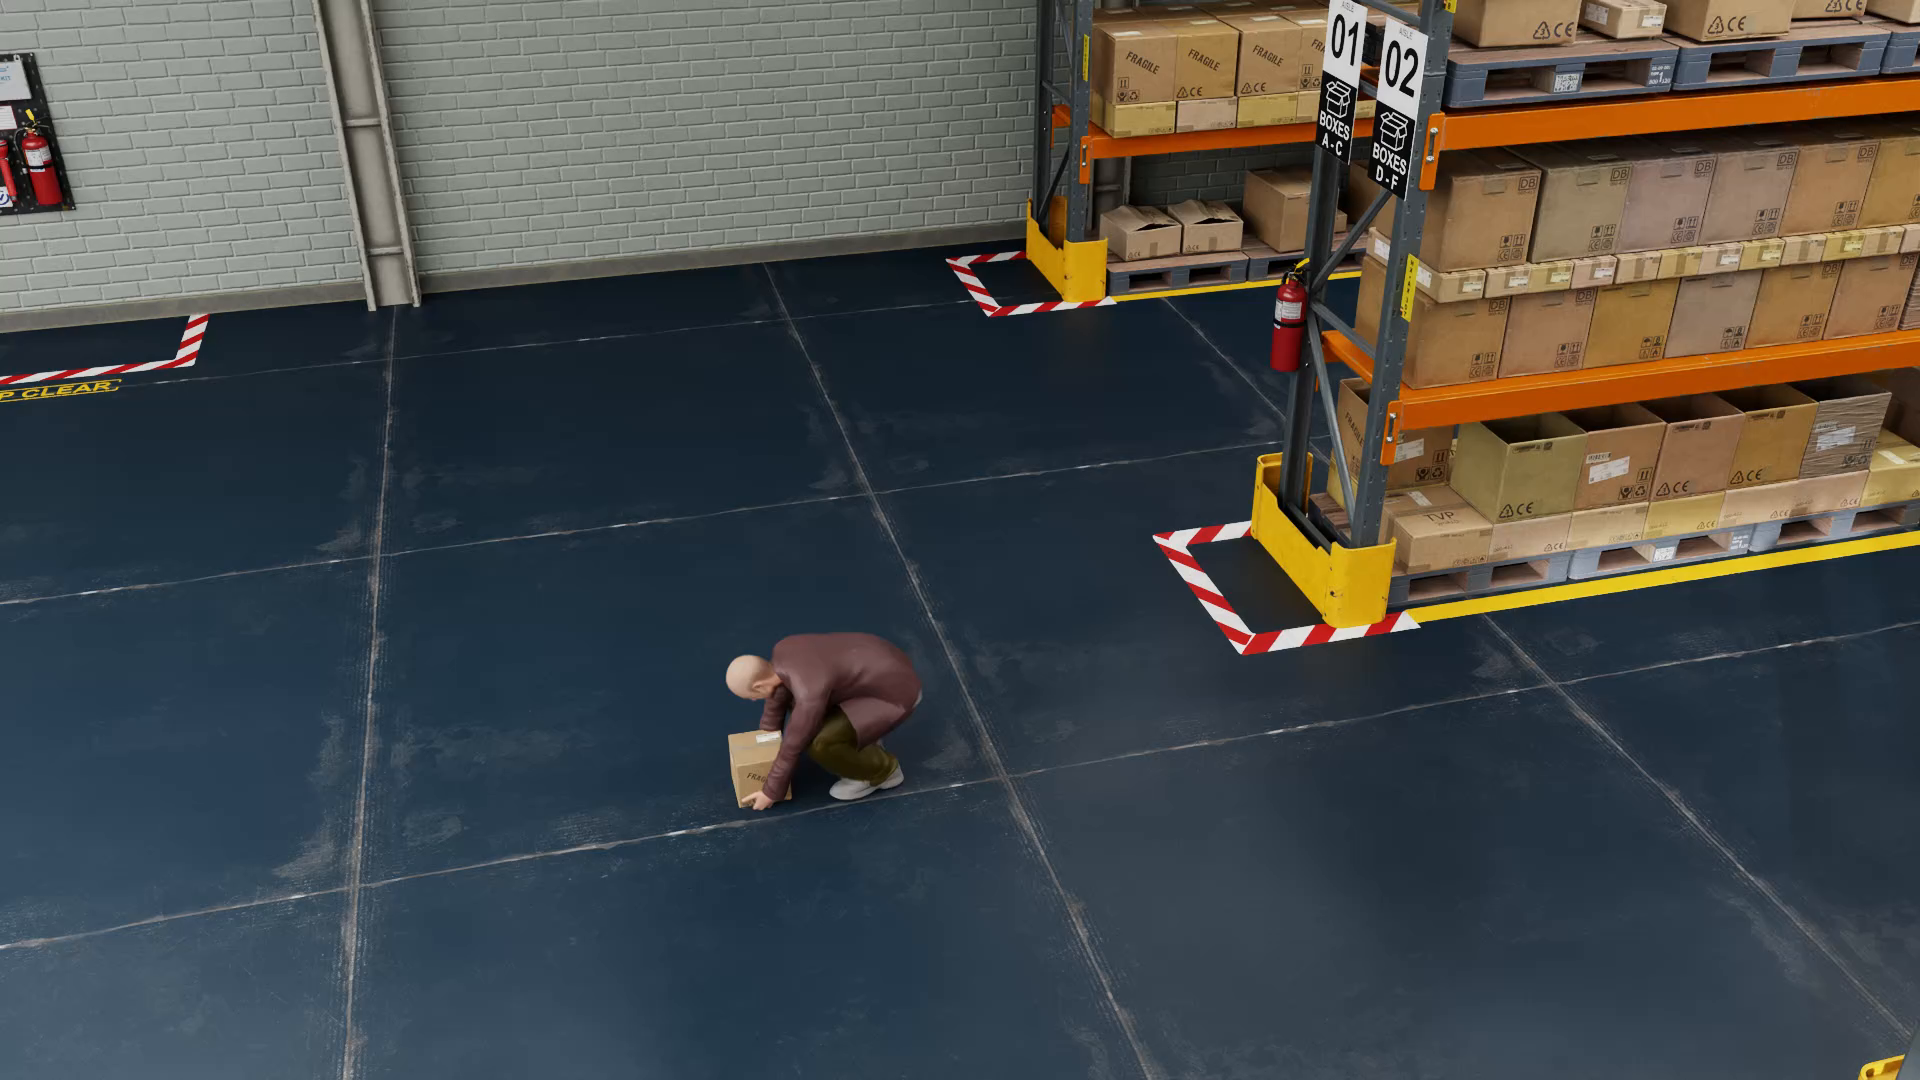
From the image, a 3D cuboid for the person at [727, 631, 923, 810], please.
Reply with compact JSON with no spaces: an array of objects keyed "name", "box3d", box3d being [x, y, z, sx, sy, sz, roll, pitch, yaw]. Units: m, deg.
[{"name":"person","box3d":[-0.628,0.825,7.859,0.925,0.821,0.575,-8,31,-14]}]
